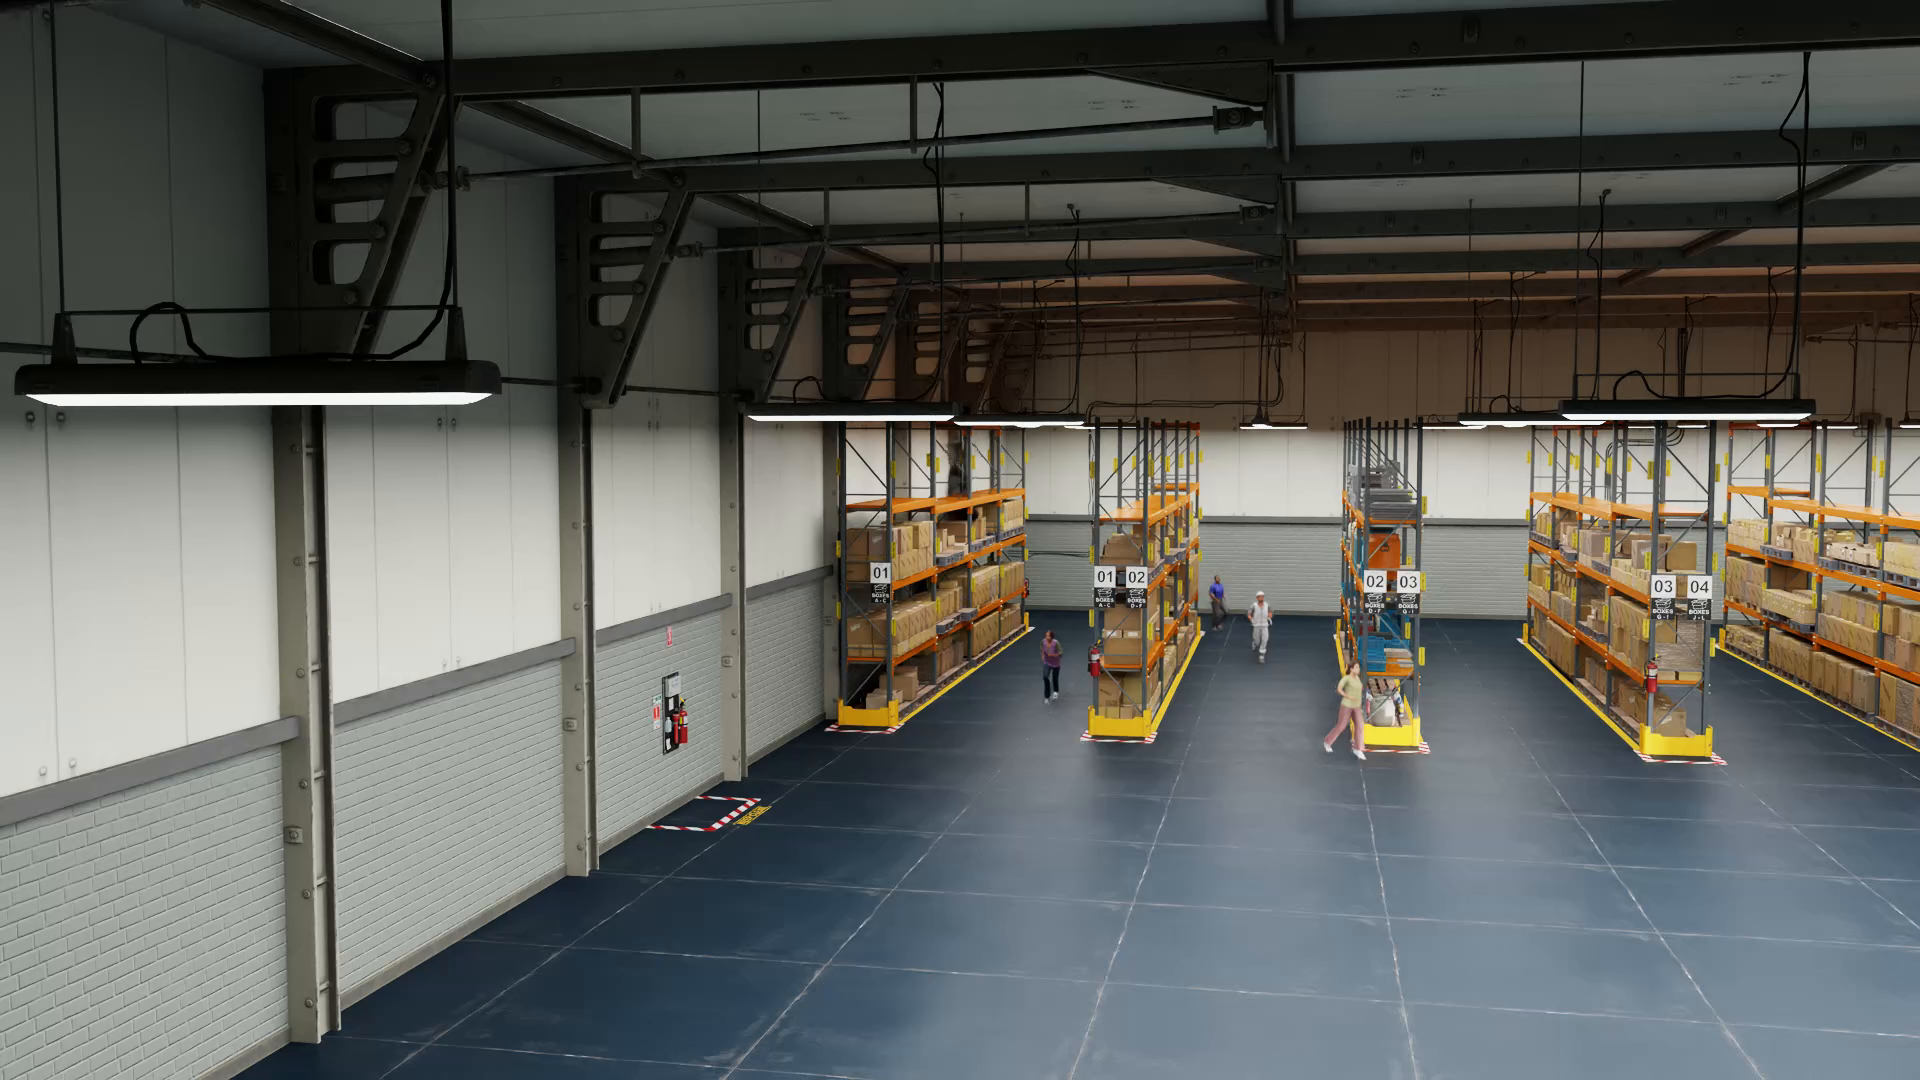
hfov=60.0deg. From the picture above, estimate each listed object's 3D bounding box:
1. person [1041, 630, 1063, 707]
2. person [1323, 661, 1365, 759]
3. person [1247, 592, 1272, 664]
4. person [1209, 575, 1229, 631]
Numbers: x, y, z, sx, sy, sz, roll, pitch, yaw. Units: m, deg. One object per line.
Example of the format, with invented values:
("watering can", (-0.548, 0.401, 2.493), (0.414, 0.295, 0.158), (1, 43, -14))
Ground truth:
("person", (1.949, 2.682, 35.076), (0.537, 1.567, 0.889), (1, 4, 14))
("person", (6.932, 2.979, 29.434), (0.648, 1.656, 0.916), (-2, 4, -32))
("person", (7.472, 2.163, 41.360), (0.658, 1.771, 0.863), (0, 4, -1))
("person", (7.438, 1.808, 47.810), (0.595, 1.622, 0.597), (-2, 4, -29))
